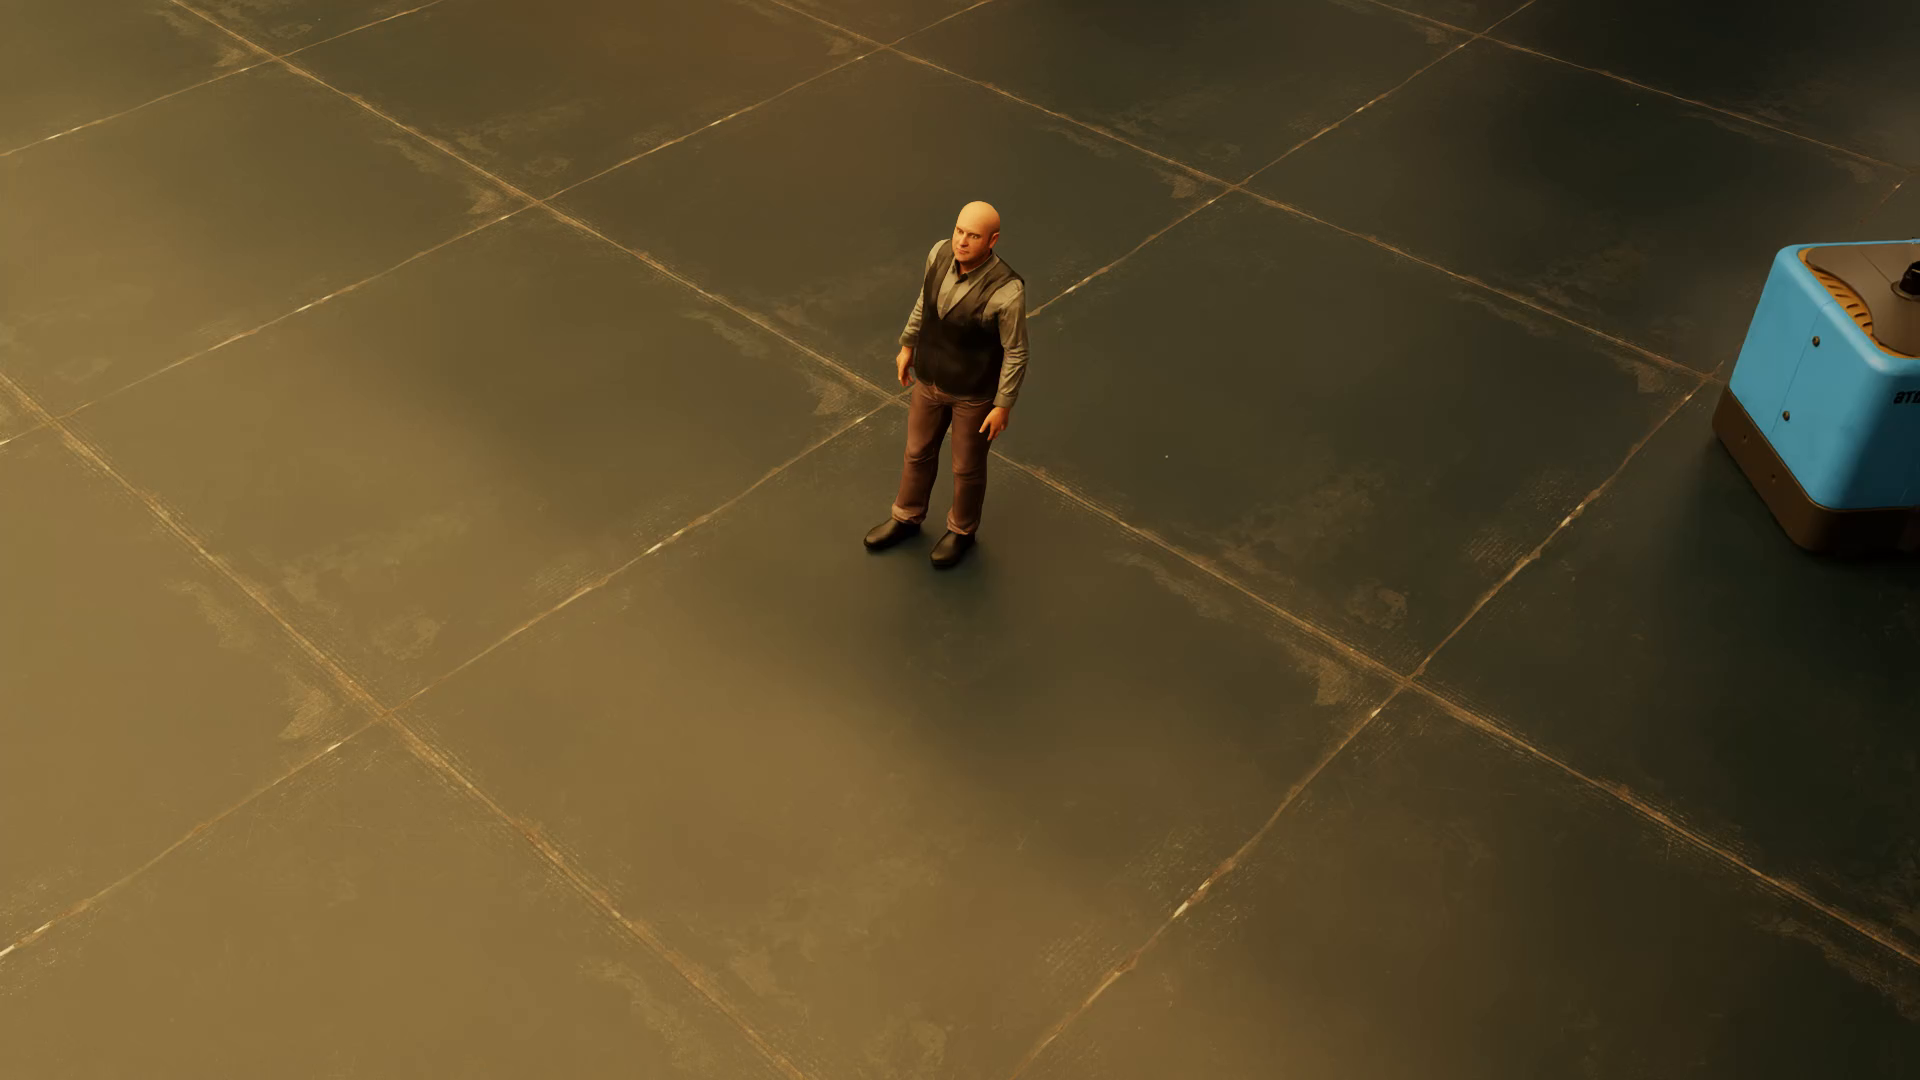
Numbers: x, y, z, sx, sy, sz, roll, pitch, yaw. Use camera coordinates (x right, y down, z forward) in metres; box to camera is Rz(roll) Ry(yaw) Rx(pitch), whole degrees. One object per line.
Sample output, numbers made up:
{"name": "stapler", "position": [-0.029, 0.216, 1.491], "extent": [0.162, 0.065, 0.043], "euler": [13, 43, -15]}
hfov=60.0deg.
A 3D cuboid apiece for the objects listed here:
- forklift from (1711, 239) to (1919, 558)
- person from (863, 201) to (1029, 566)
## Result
{"name": "forklift", "position": [5.260, -1.413, 7.075], "extent": [3.031, 2.935, 1.130], "euler": [-3, 41, -3]}
{"name": "person", "position": [-0.048, -0.633, 7.084], "extent": [0.632, 1.720, 0.568], "euler": [31, 49, 31]}
